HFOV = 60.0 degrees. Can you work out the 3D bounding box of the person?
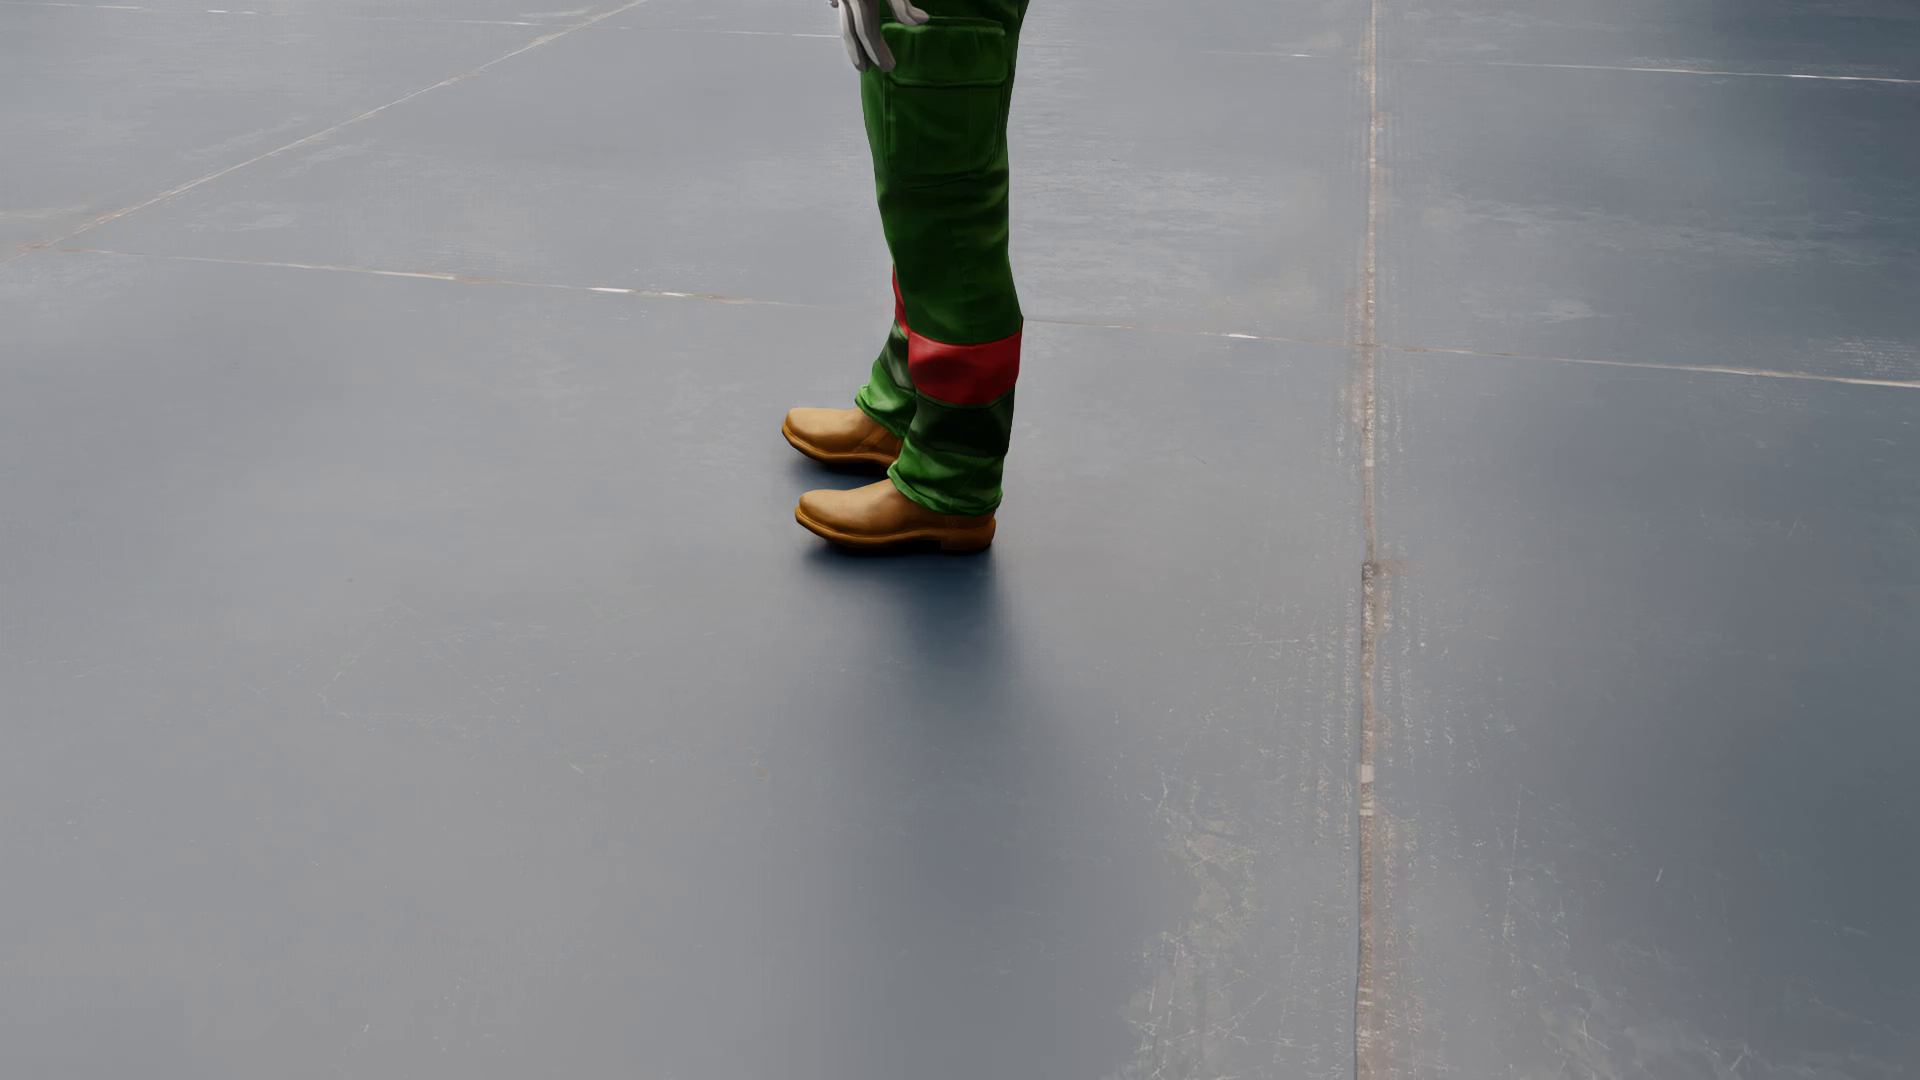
[{"bbox_3d":[-0.076,-0.819,2.120,0.562,1.790,0.637,6,27,11],"label":"person"}]
